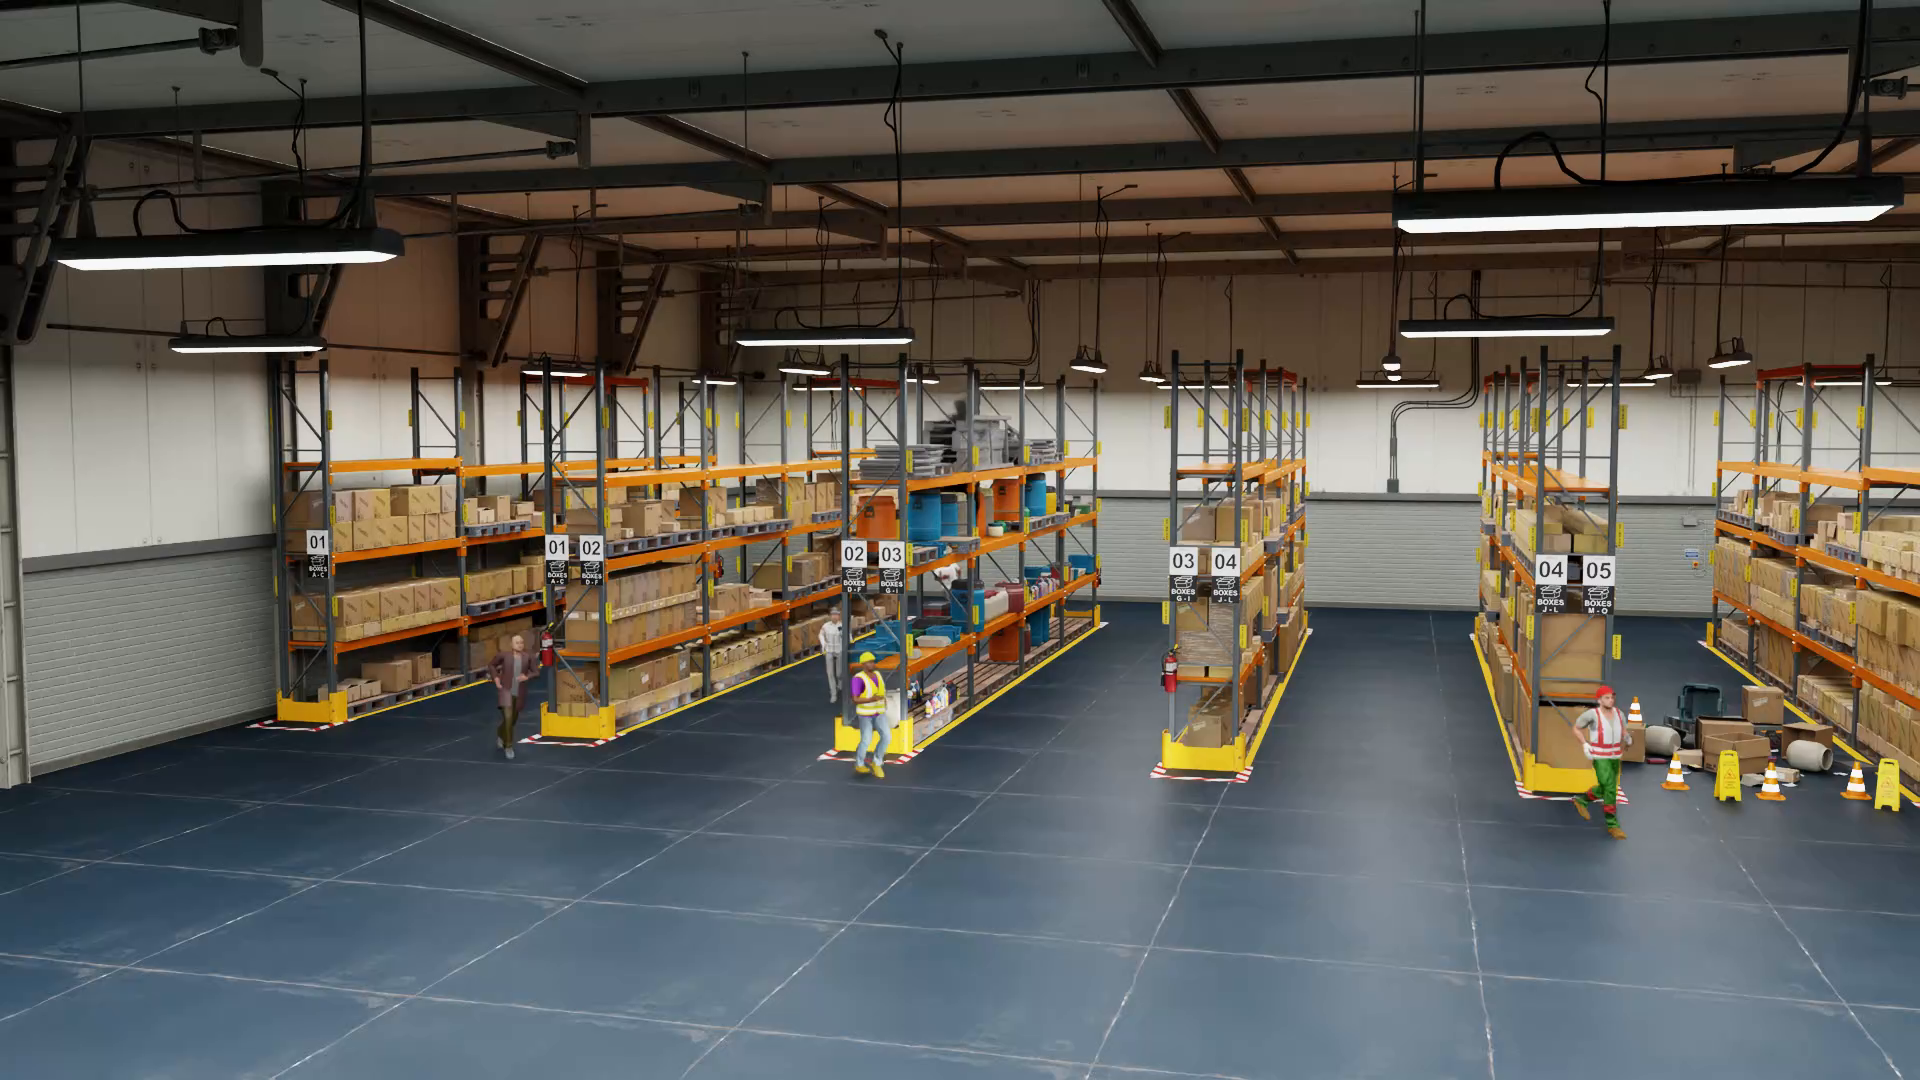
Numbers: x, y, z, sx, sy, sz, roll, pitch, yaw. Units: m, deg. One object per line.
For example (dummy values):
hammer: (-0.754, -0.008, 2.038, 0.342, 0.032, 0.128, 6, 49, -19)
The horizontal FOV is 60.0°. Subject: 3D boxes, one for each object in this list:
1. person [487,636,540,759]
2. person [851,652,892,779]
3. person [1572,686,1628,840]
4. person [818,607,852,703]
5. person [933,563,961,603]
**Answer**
person: (-6.723, 2.334, 25.117, 0.732, 1.794, 0.989, -2, 5, -29)
person: (-1.254, 2.452, 23.252, 0.666, 1.787, 0.705, -3, 5, -37)
person: (7.830, 2.656, 20.210, 0.638, 1.795, 0.922, -1, 4, -19)
person: (-2.248, 2.032, 29.883, 0.618, 1.690, 0.799, 0, 4, 3)
person: (-0.304, 1.176, 41.118, 0.718, 1.760, 0.887, 0, 4, -6)
